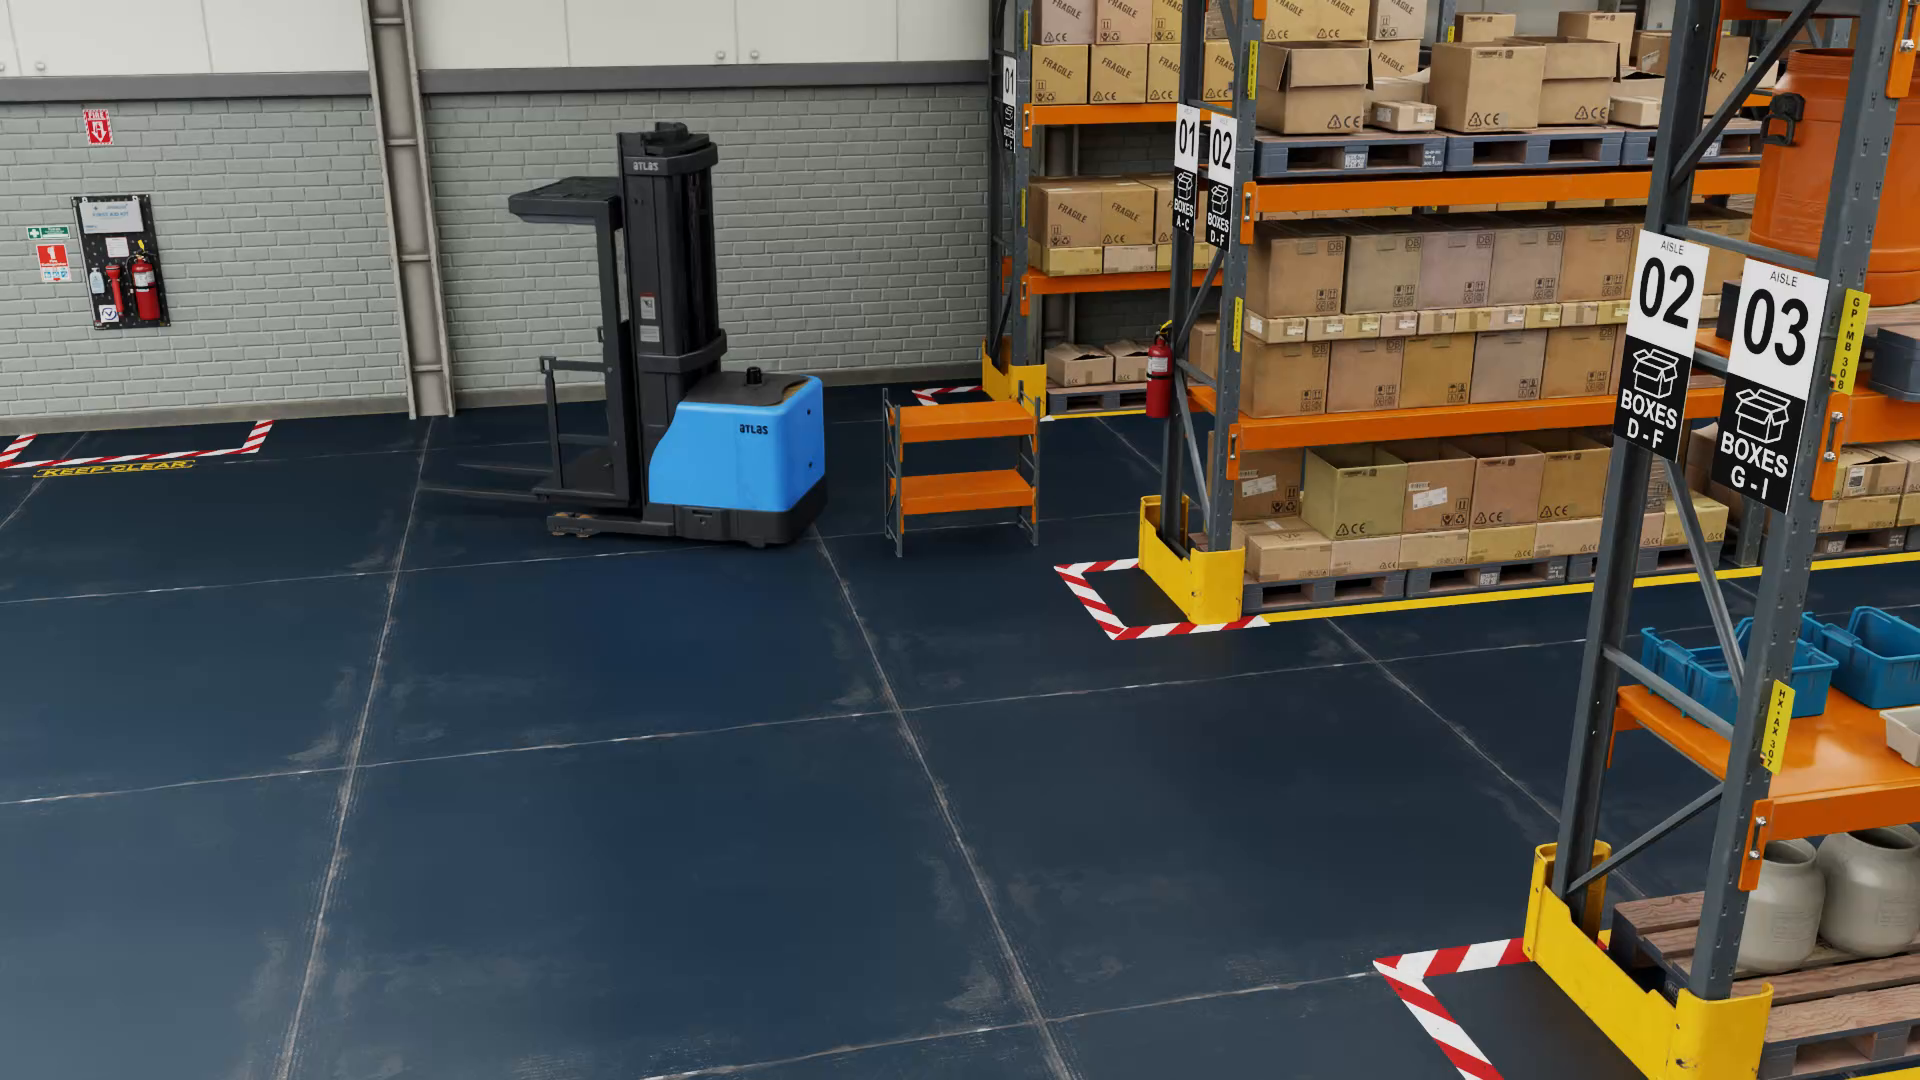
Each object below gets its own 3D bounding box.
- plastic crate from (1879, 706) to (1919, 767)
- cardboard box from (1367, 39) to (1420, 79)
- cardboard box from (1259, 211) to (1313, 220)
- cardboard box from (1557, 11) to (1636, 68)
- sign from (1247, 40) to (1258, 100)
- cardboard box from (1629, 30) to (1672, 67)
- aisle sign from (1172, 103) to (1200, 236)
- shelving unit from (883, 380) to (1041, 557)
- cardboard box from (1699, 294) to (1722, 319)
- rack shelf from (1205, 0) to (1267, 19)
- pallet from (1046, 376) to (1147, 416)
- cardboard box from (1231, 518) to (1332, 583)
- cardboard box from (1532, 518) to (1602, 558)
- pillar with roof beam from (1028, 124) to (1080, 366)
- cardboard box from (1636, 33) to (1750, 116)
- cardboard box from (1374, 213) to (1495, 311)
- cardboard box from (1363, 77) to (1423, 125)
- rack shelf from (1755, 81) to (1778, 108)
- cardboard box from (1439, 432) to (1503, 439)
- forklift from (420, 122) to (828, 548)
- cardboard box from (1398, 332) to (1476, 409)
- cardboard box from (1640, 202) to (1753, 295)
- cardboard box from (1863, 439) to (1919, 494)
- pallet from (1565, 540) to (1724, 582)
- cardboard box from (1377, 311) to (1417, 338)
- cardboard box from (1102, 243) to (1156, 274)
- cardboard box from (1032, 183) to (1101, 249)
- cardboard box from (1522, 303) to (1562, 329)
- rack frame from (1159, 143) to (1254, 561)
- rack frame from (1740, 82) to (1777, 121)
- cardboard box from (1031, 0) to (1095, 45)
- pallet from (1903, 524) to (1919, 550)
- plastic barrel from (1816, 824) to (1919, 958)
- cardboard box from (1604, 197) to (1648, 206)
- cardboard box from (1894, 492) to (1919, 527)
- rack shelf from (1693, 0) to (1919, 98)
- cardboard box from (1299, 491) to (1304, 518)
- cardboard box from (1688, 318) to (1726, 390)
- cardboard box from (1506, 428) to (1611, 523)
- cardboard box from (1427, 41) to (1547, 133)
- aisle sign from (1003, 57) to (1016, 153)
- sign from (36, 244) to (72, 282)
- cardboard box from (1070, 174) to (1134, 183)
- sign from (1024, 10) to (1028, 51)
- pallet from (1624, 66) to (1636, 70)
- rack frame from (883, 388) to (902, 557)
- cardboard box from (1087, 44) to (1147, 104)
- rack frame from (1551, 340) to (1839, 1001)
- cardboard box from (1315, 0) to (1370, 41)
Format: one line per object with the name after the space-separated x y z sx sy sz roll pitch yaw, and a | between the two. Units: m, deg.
3.659 0.758 6.269 0.250 0.136 0.298 -5 21 -12 | plastic crate
3.890 -4.378 15.369 0.500 0.500 0.500 -4 21 -11 | cardboard box
2.961 -3.108 15.538 0.500 0.500 0.500 -5 21 -14 | cardboard box
6.078 -4.803 15.948 0.500 0.500 0.500 -5 21 -14 | cardboard box
1.700 -2.731 9.663 0.005 0.325 0.100 -5 21 -12 | sign
6.937 -4.747 16.373 0.637 0.503 0.797 -2 20 -5 | cardboard box
1.446 -2.375 10.658 0.004 0.787 0.394 -5 21 -12 | aisle sign
0.007 -0.529 12.123 1.048 1.125 0.538 -5 21 -12 | shelving unit
5.014 -1.617 11.281 0.250 0.149 0.380 -5 21 -14 | cardboard box
3.524 -3.511 10.444 4.000 0.370 1.077 -5 21 -12 | rack shelf
1.307 -1.468 16.016 1.213 0.211 1.003 -5 21 -12 | pallet
2.151 0.064 11.165 0.500 0.250 0.500 -5 21 -12 | cardboard box
4.098 -0.094 11.596 0.500 0.250 0.500 -5 21 -12 | cardboard box
1.907 -4.440 11.353 0.400 9.000 9.100 -5 21 -12 | pillar with roof beam
4.920 -3.145 11.218 0.500 0.500 0.500 -3 20 -8 | cardboard box
3.088 -1.838 10.940 0.500 0.500 0.700 -5 21 -12 | cardboard box
2.638 -2.842 10.755 0.500 0.250 0.500 -5 21 -12 | cardboard box
10.166 -4.582 17.146 4.000 0.370 1.077 -5 21 -12 | rack shelf
3.488 -0.585 11.847 0.500 0.500 0.500 -5 21 -12 | cardboard box
-2.598 -1.565 12.326 3.031 2.935 1.130 4 21 12 | forklift
3.030 -1.222 11.143 0.500 0.500 0.700 -5 21 -12 | cardboard box
5.040 -1.997 11.374 0.500 0.500 0.700 -5 21 -12 | cardboard box
6.922 -0.576 12.098 0.500 0.311 0.500 -5 21 -14 | cardboard box
4.687 -0.020 12.062 1.213 0.211 1.003 -5 21 -12 | pallet
2.755 -1.432 10.775 0.250 0.149 0.380 -5 21 -13 | cardboard box
1.484 -2.637 15.340 0.500 0.250 0.500 -5 21 -14 | cardboard box
0.968 -2.948 15.099 0.500 0.500 0.500 -5 21 -12 | cardboard box
3.761 -1.514 10.999 0.250 0.149 0.380 -4 20 -11 | cardboard box
1.578 -1.061 10.851 0.127 3.000 1.000 -5 21 -12 | rack frame
8.220 -3.353 17.106 0.127 3.000 1.000 -5 21 -12 | rack frame
0.865 -4.603 14.530 0.500 0.500 0.500 -6 21 -16 | cardboard box
7.368 -0.238 12.657 1.213 0.211 1.003 -5 21 -12 | pallet
3.825 1.451 7.000 0.421 0.512 0.421 0 20 0 | plastic barrel
6.557 -3.459 16.613 0.500 0.500 0.700 -5 21 -12 | cardboard box
6.921 -0.315 12.201 0.500 0.250 0.500 -5 21 -14 | cardboard box
4.660 -1.853 5.917 4.000 0.370 1.077 -5 21 -12 | rack shelf
2.516 -0.152 11.757 0.500 0.250 0.500 -5 21 -12 | cardboard box
5.040 -1.388 11.597 0.500 0.500 0.700 -5 21 -14 | cardboard box
4.095 -0.450 11.479 0.500 0.500 0.500 -5 21 -12 | cardboard box
3.257 -2.820 10.331 0.500 0.500 0.500 -5 21 -12 | cardboard box
0.433 -3.834 14.640 0.004 0.787 0.394 -5 21 -12 | aisle sign
-7.898 -2.414 14.492 0.234 0.329 0.001 -5 21 -12 | sign
1.336 -3.155 15.666 0.500 0.500 0.500 -4 21 -12 | cardboard box
0.559 -4.357 14.215 0.005 0.325 0.100 -5 21 -12 | sign
5.961 -4.453 16.021 1.003 0.211 1.213 -5 21 -12 | pallet
-0.488 -0.488 12.013 0.032 1.125 0.500 -5 21 -12 | rack frame
1.348 -4.157 14.768 0.500 0.500 0.500 -3 20 -9 | cardboard box
2.714 0.597 6.324 0.127 3.000 1.000 -5 21 -12 | rack frame
3.368 -4.793 15.048 0.500 0.500 0.500 -4 20 -10 | cardboard box
